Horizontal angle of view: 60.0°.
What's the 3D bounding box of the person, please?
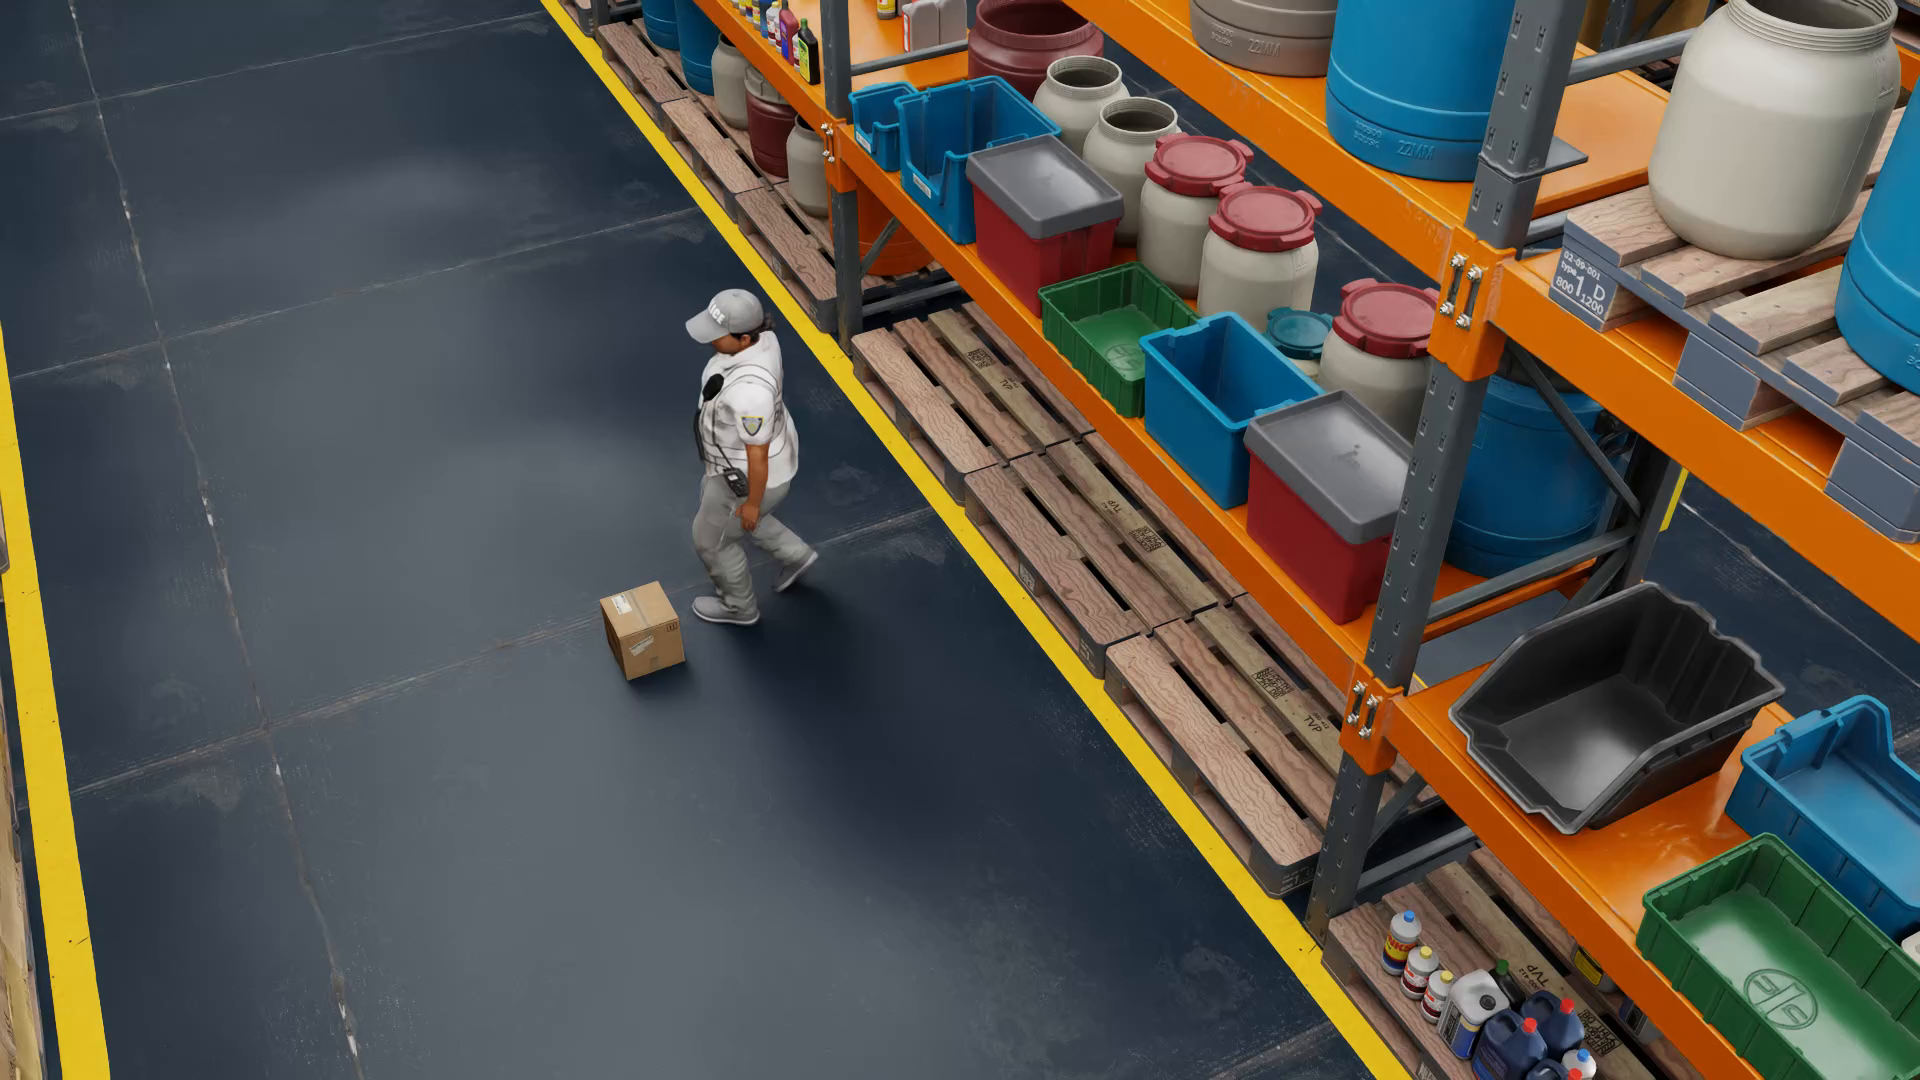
[{"bbox_3d":[-0.866,-0.294,6.526,0.540,1.641,0.486,-1,42,-1],"label":"person"}]
